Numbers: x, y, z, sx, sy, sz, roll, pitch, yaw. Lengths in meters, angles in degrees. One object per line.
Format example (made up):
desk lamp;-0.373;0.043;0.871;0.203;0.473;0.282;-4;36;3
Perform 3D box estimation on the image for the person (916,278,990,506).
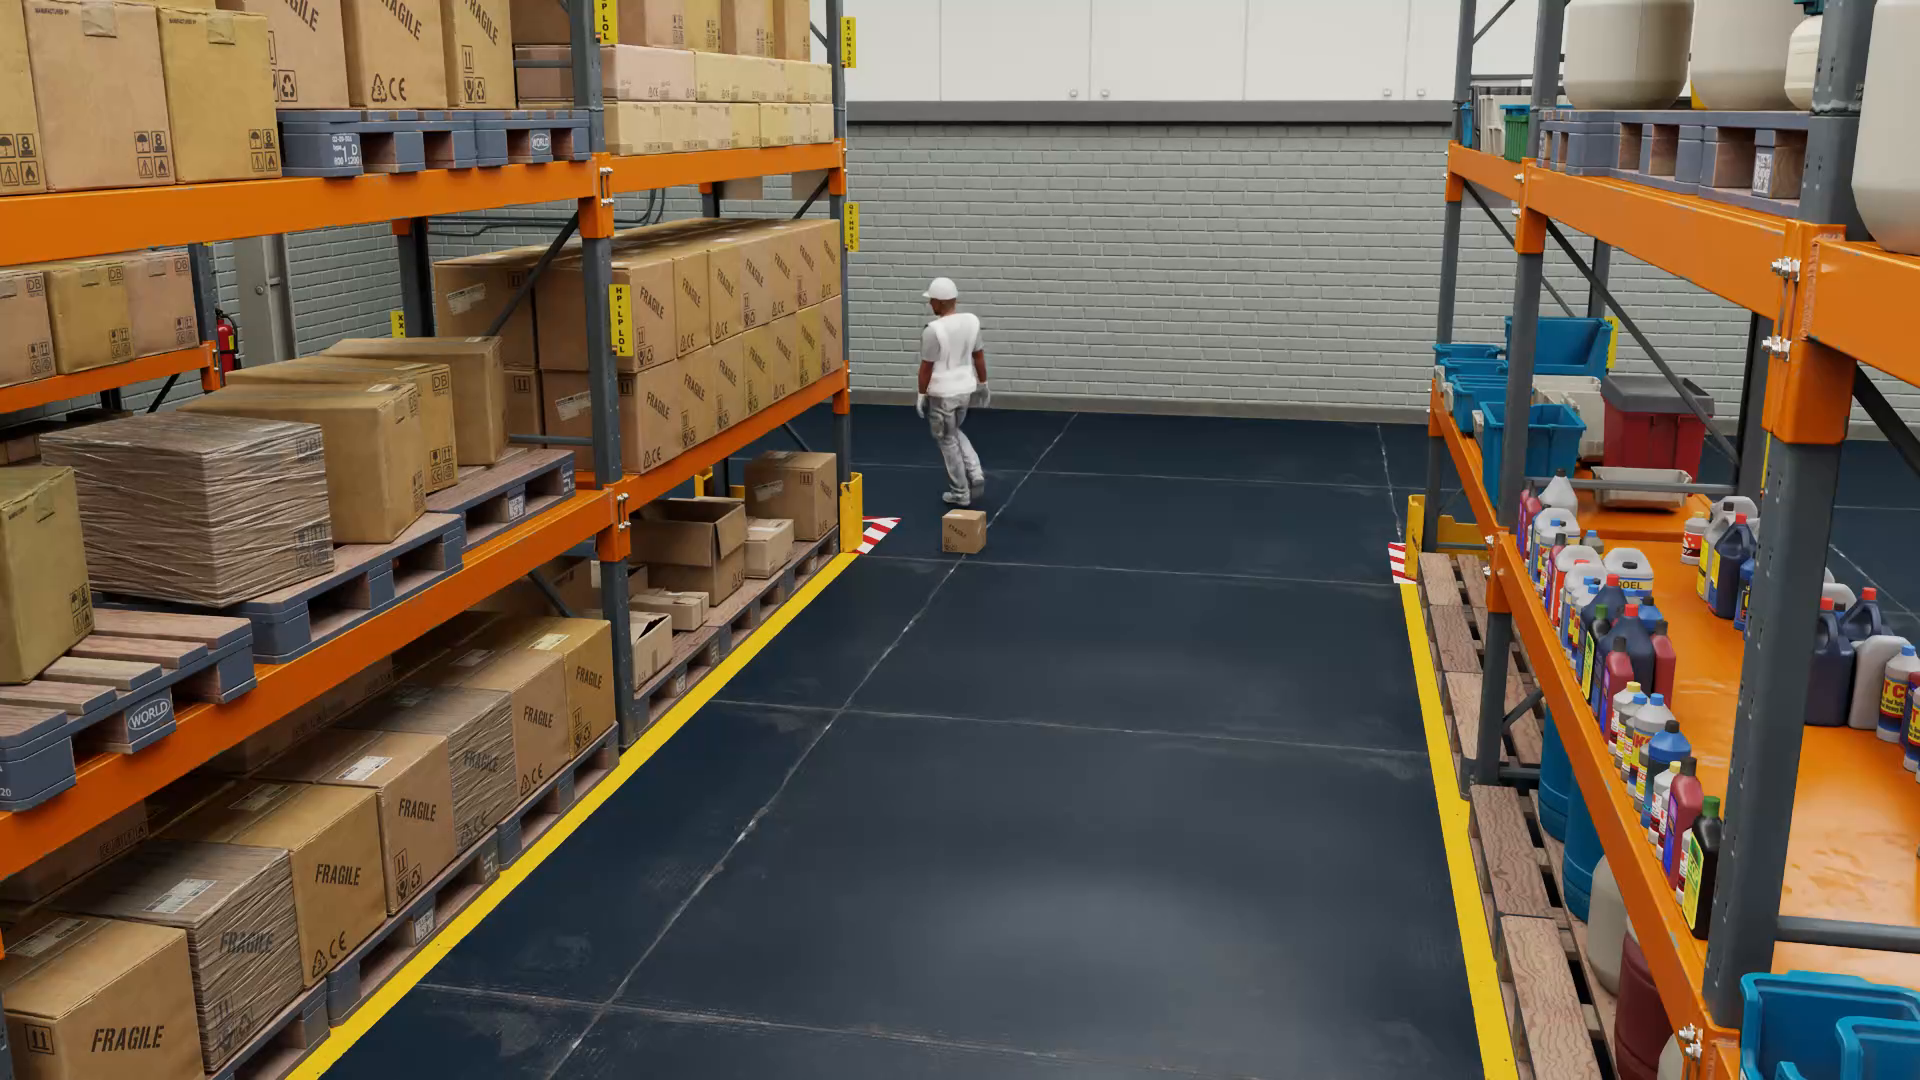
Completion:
person;-0.097;-1.131;12.784;0.644;1.782;0.449;-13;19;-41
